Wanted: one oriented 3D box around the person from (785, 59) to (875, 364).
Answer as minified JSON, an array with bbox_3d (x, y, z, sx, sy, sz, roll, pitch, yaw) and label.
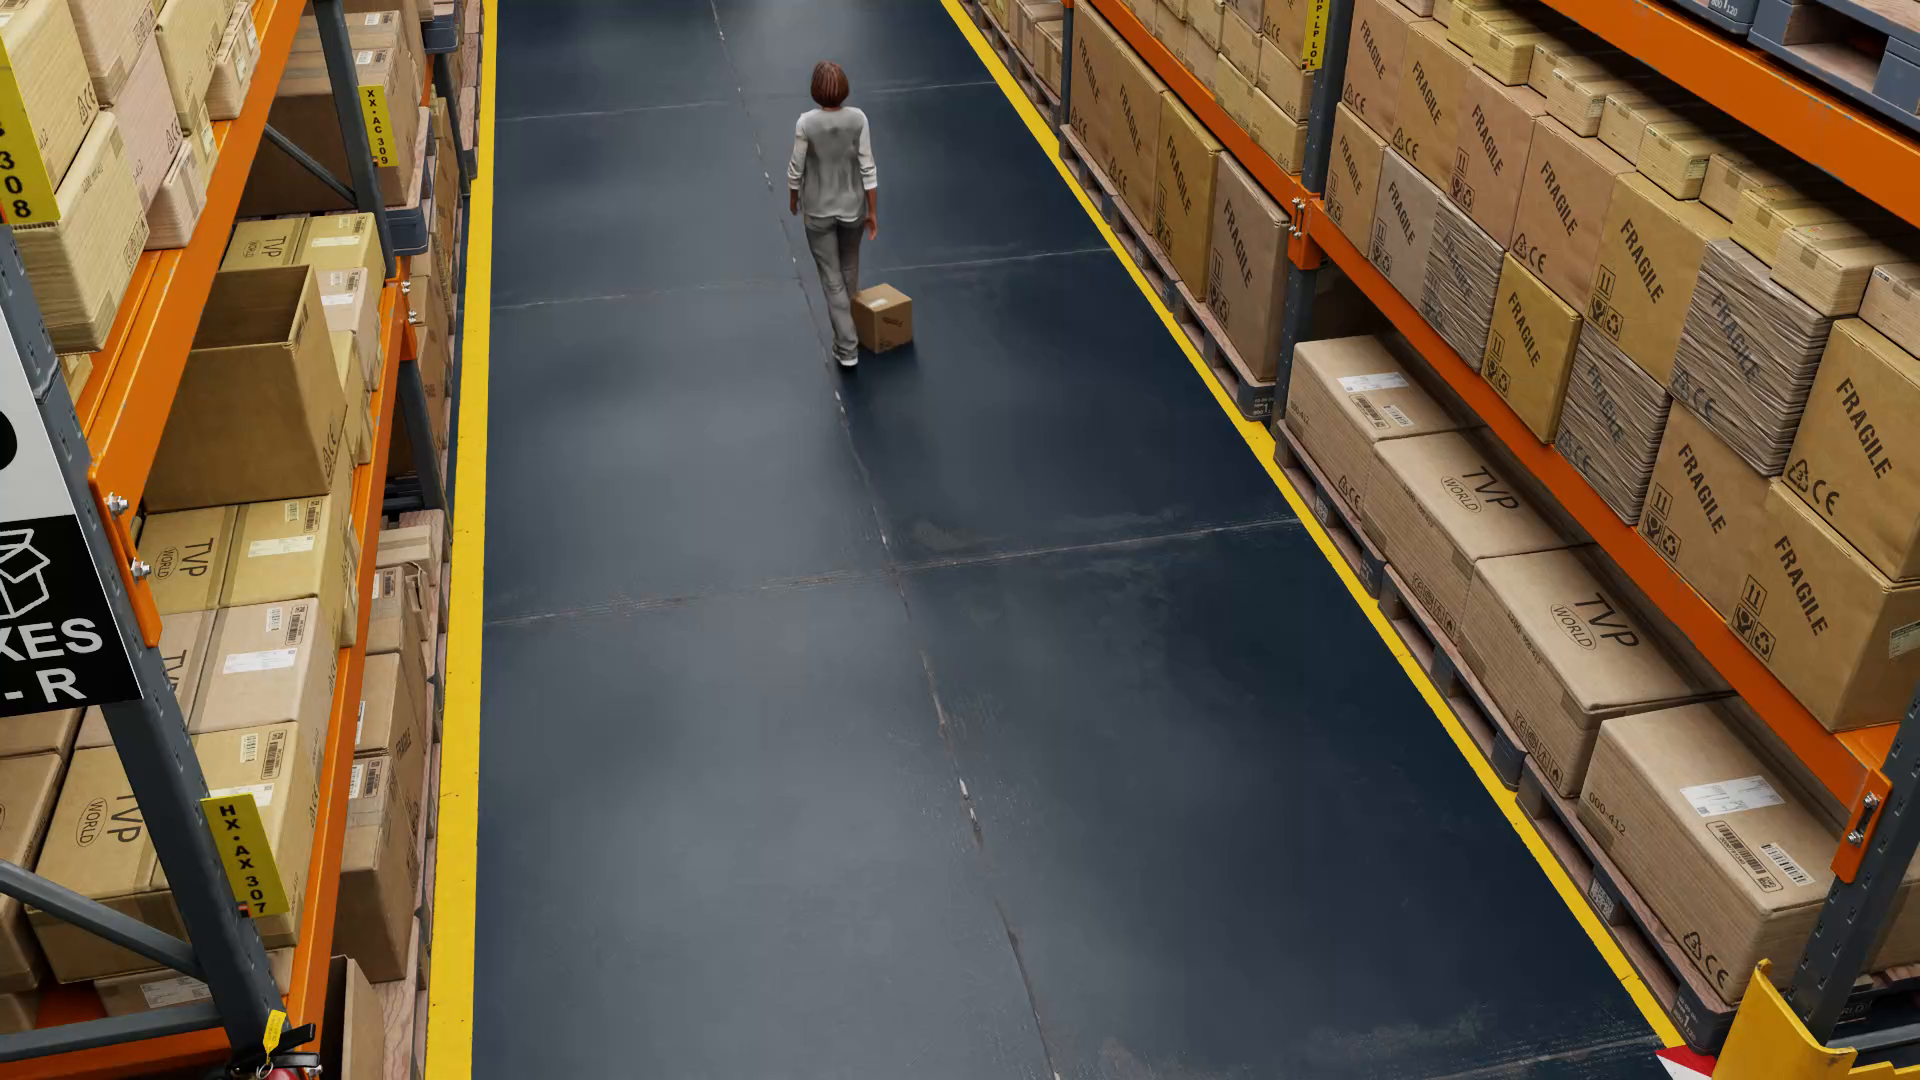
[{"bbox_3d":[-0.688,-1.756,8.662,0.422,1.563,0.882,-11,36,-16],"label":"person"}]
